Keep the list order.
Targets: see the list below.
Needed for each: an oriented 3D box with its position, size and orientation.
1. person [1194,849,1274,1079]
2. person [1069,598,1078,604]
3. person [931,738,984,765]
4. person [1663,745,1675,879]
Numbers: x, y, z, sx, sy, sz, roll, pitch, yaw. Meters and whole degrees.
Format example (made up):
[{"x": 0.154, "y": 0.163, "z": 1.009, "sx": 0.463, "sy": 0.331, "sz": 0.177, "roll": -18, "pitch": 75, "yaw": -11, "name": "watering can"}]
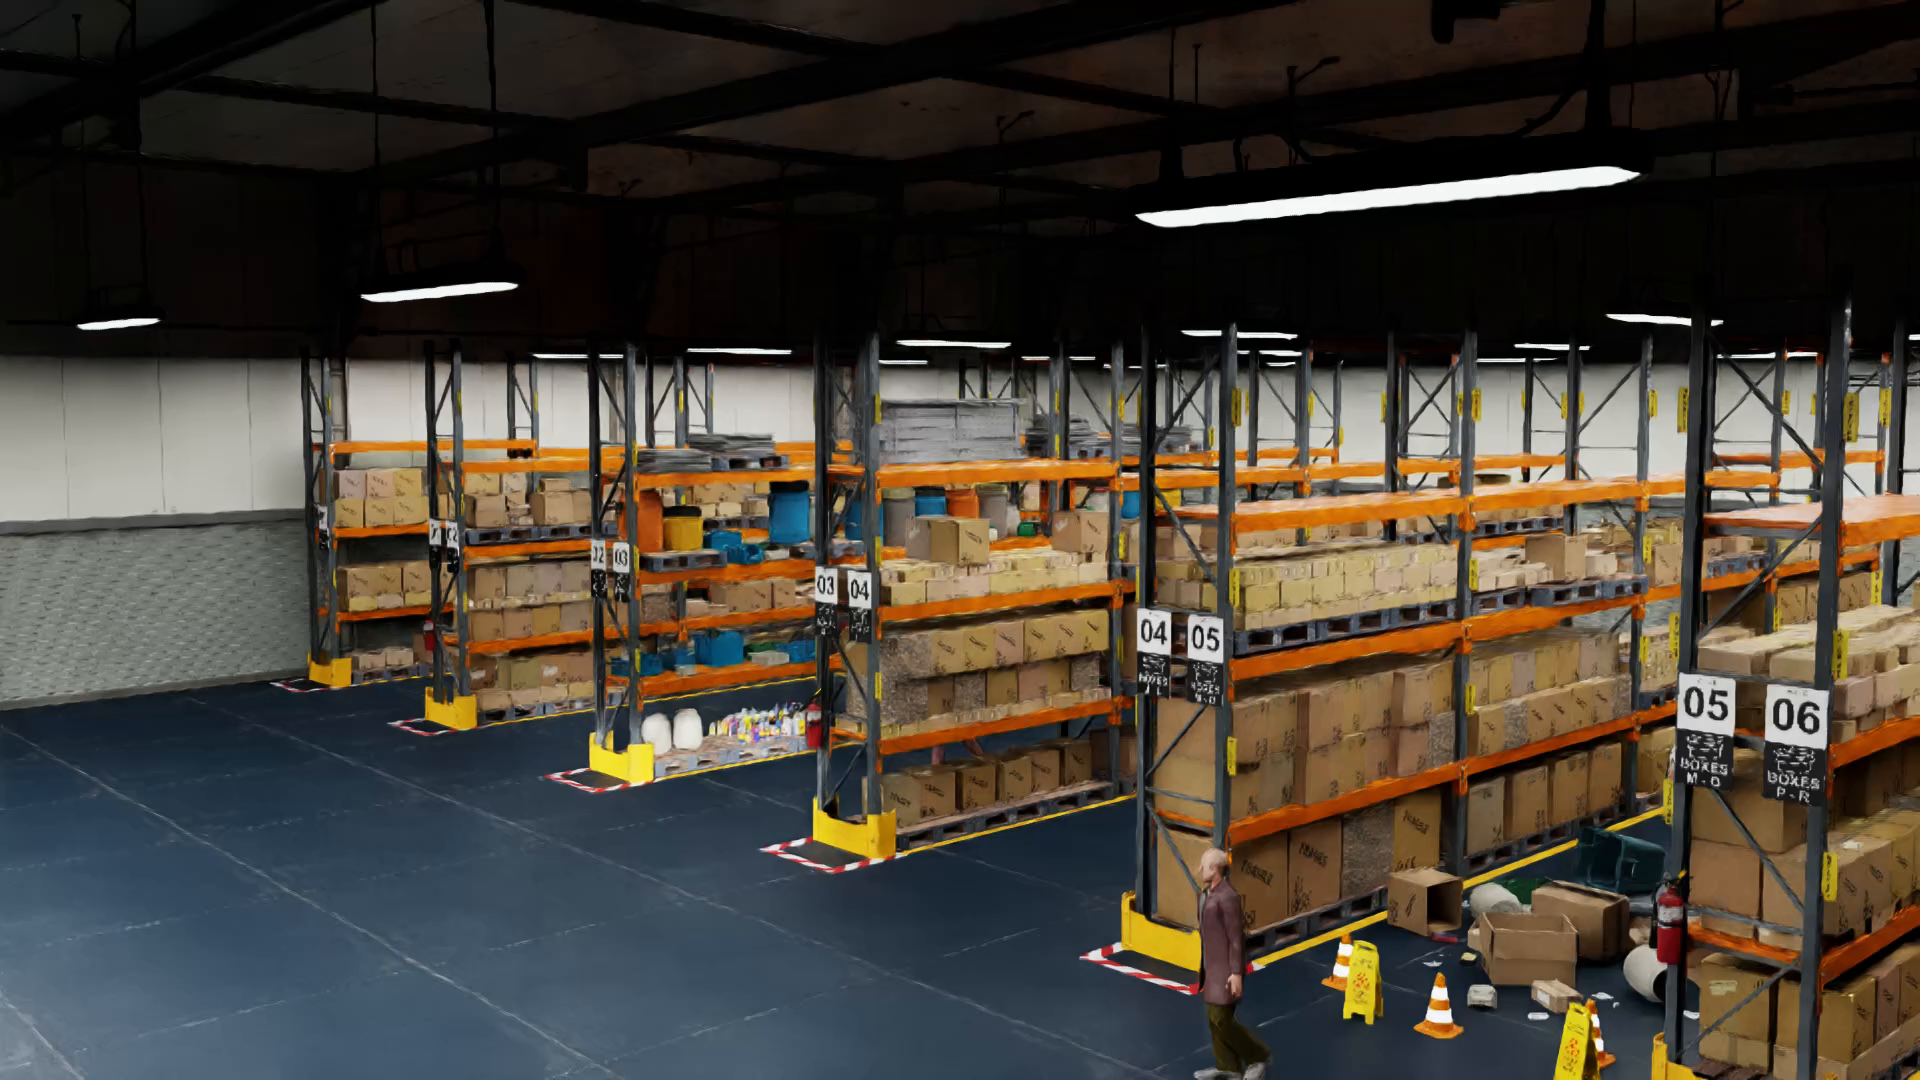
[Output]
[{"x": 2.056, "y": 3.201, "z": 12.447, "sx": 0.575, "sy": 1.753, "sz": 0.619, "roll": -1, "pitch": 5, "yaw": -7, "name": "person"}, {"x": 1.968, "y": 1.567, "z": 31.142, "sx": 0.544, "sy": 1.733, "sz": 0.729, "roll": -5, "pitch": 7, "yaw": -43, "name": "person"}, {"x": -0.023, "y": 2.406, "z": 22.226, "sx": 0.954, "sy": 1.610, "sz": 0.491, "roll": -2, "pitch": 5, "yaw": -21, "name": "person"}, {"x": 7.753, "y": 2.724, "z": 17.699, "sx": 0.586, "sy": 1.758, "sz": 0.501, "roll": -1, "pitch": 5, "yaw": -13, "name": "person"}]
